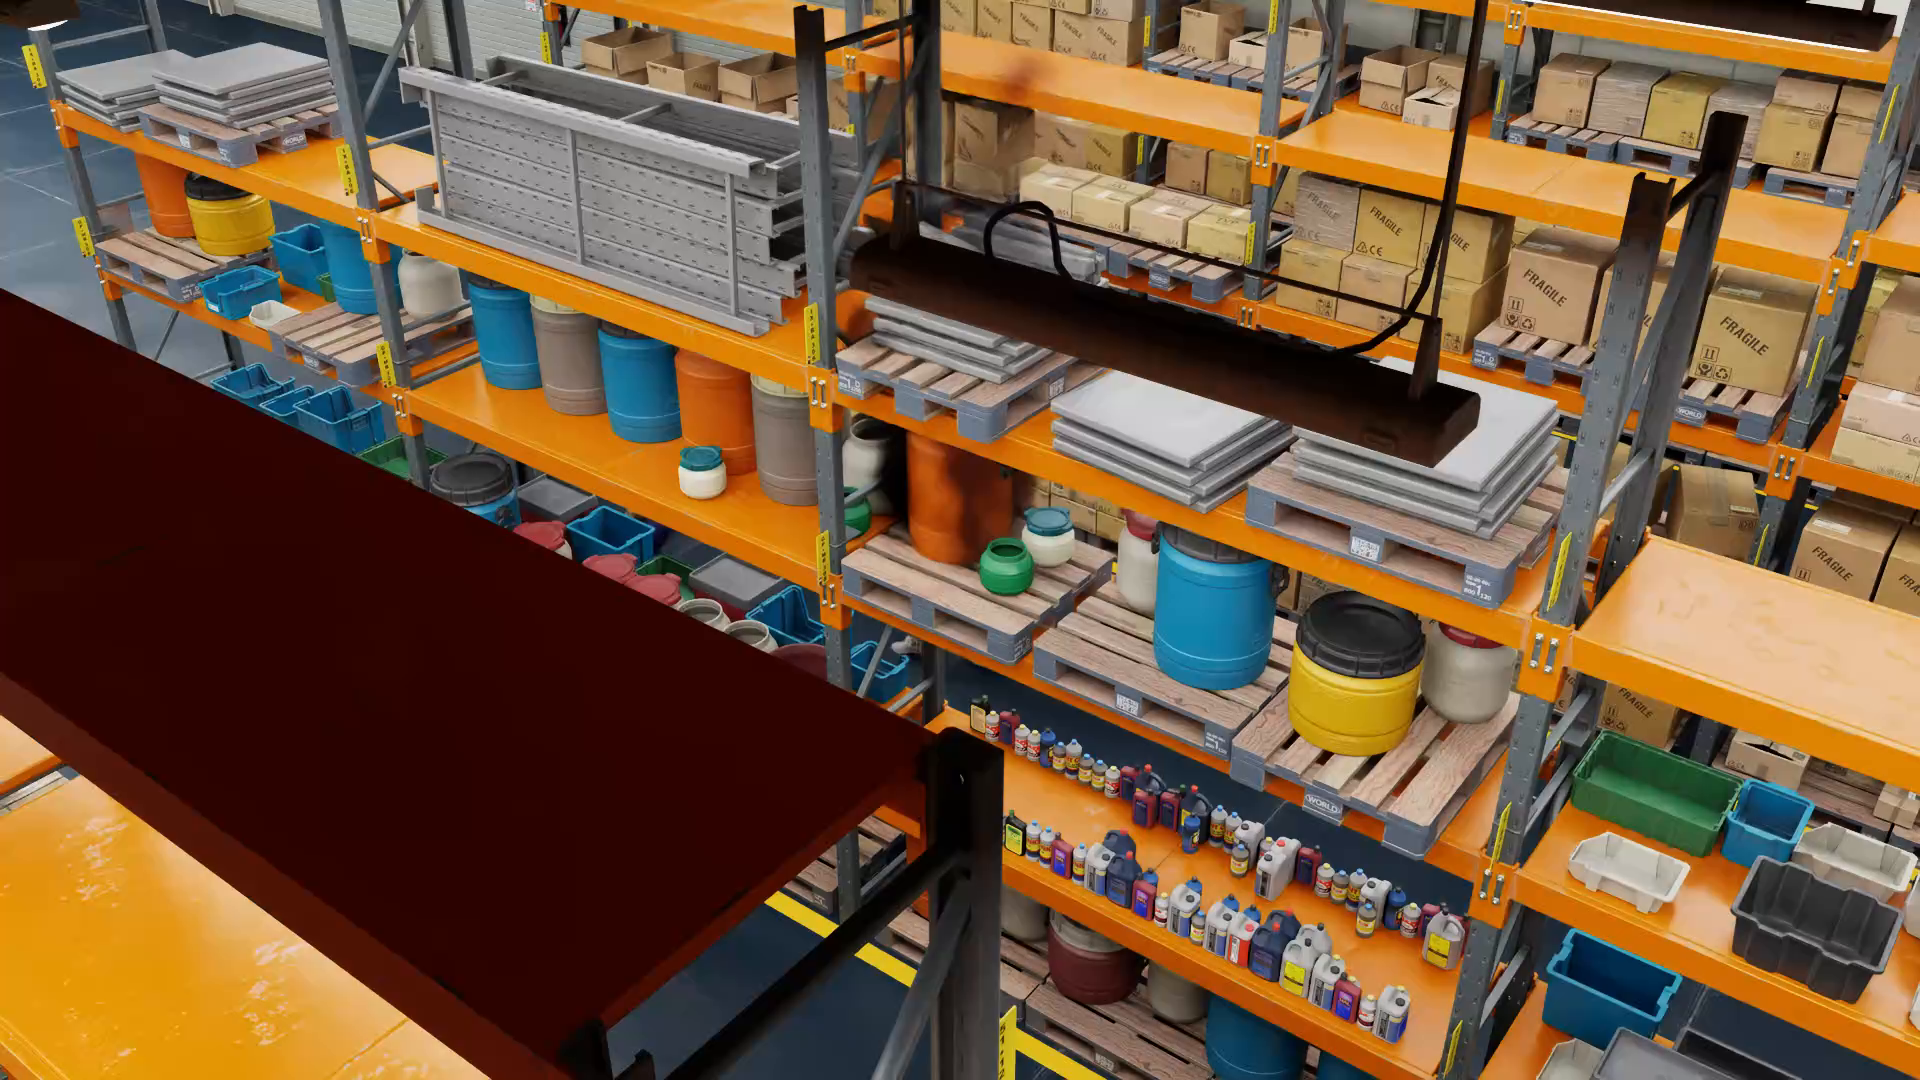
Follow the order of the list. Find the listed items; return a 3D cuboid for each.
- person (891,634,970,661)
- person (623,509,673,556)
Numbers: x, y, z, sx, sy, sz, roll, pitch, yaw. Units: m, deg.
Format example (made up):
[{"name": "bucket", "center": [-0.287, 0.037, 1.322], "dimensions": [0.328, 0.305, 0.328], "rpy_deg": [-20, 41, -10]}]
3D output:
[{"name": "person", "center": [-0.127, 0.208, 13.216], "dimensions": [0.923, 1.791, 0.672], "rpy_deg": [16, 35, 24]}, {"name": "person", "center": [-2.603, -0.146, 13.986], "dimensions": [0.571, 1.596, 0.603], "rpy_deg": [21, 37, 30]}]
